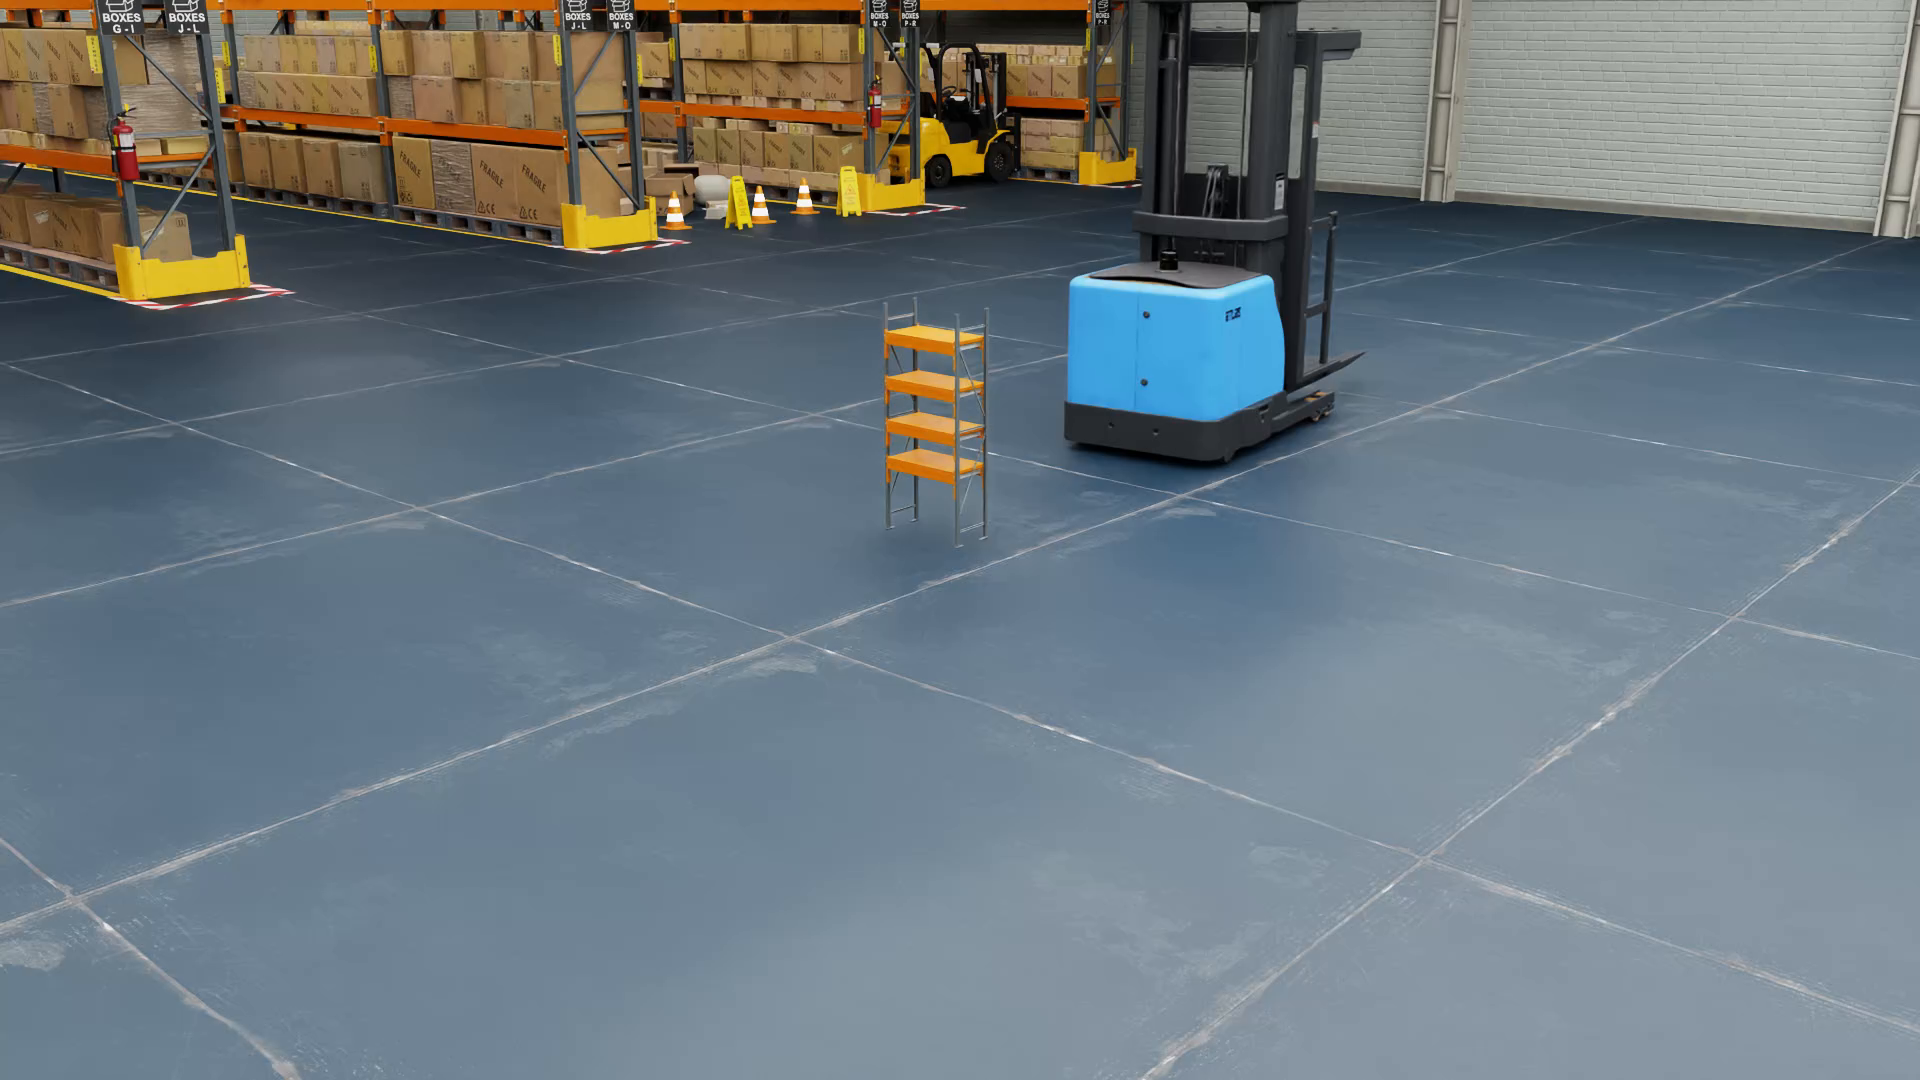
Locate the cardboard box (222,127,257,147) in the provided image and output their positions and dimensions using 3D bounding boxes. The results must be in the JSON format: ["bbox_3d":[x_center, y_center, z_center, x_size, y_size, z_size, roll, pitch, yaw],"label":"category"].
[{"bbox_3d":[-10.811,-5.998,24.752,0.500,0.250,0.500,14,23,38],"label":"cardboard box"}]

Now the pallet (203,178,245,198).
[{"bbox_3d":[-10.709,-5.382,25.222,1.213,0.211,1.003,15,23,39],"label":"pallet"}]

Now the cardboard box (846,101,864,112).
[{"bbox_3d":[-1.353,-5.995,22.959,0.250,0.149,0.380,16,24,41],"label":"cardboard box"}]

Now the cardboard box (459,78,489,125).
[{"bbox_3d":[-5.634,-5.427,20.506,0.500,0.550,0.875,15,23,39],"label":"cardboard box"}]

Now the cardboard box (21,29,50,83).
[{"bbox_3d":[-8.835,-4.767,16.363,0.500,0.500,0.500,15,23,39],"label":"cardboard box"}]

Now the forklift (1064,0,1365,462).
[{"bbox_3d":[1.879,-2.253,10.866,1.130,2.935,3.031,11,21,32],"label":"forklift"}]

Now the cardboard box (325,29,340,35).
[{"bbox_3d":[-11.574,-9.360,31.329,0.500,0.500,0.500,15,23,39],"label":"cardboard box"}]

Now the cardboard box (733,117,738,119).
[{"bbox_3d":[-4.082,-7.863,31.868,0.500,0.500,0.500,16,24,41],"label":"cardboard box"}]

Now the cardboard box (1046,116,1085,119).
[{"bbox_3d":[1.750,-6.817,27.331,0.500,0.250,0.500,15,23,39],"label":"cardboard box"}]

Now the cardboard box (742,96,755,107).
[{"bbox_3d":[-2.950,-6.377,24.161,0.250,0.149,0.380,15,23,40],"label":"cardboard box"}]

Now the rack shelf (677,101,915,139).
[{"bbox_3d":[-2.427,-6.147,24.211,4.000,0.370,1.077,15,23,39],"label":"rack shelf"}]

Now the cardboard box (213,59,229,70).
[{"bbox_3d":[-10.796,-6.913,24.173,0.250,0.149,0.380,14,22,37],"label":"cardboard box"}]

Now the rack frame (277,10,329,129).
[{"bbox_3d":[-12.899,-9.301,32.959,0.127,3.000,1.000,15,23,39],"label":"rack frame"}]

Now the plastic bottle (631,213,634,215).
[{"bbox_3d":[-4.278,-4.337,22.176,0.283,0.061,0.133,7,19,21],"label":"plastic bottle"}]

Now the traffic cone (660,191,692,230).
[{"bbox_3d":[-3.596,-4.167,20.976,0.334,0.463,0.336,15,23,39],"label":"traffic cone"}]

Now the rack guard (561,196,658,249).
[{"bbox_3d":[-4.124,-3.752,19.607,0.348,0.500,1.175,15,23,39],"label":"rack guard"}]

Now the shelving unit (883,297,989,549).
[{"bbox_3d":[-0.124,-0.605,8.535,0.503,1.200,0.258,15,23,39],"label":"shelving unit"}]

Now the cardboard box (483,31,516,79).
[{"bbox_3d":[-5.195,-5.850,20.054,0.550,0.550,0.875,15,23,39],"label":"cardboard box"}]

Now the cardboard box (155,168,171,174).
[{"bbox_3d":[-12.343,-6.052,26.160,0.500,0.500,0.500,16,24,42],"label":"cardboard box"}]

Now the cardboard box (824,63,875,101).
[{"bbox_3d":[-1.520,-6.324,22.923,0.500,0.500,0.500,15,23,38],"label":"cardboard box"}]

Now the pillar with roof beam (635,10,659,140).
[{"bbox_3d":[-9.395,-11.851,31.076,0.400,9.000,9.100,15,23,39],"label":"pillar with roof beam"}]

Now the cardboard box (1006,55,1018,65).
[{"bbox_3d":[0.939,-7.827,27.078,0.250,0.149,0.380,15,23,40],"label":"cardboard box"}]

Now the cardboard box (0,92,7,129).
[{"bbox_3d":[-9.855,-4.626,17.572,0.500,0.500,0.875,15,23,39],"label":"cardboard box"}]

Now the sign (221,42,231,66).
[{"bbox_3d":[-10.478,-6.944,23.749,0.005,0.325,0.100,15,23,39],"label":"sign"}]

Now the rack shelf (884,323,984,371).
[{"bbox_3d":[-0.124,-0.980,8.416,0.480,0.148,0.258,15,23,39],"label":"rack shelf"}]

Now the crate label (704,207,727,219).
[{"bbox_3d":[-3.221,-4.343,22.069,0.298,0.136,0.250,4,18,11],"label":"crate label"}]

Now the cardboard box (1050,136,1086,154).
[{"bbox_3d":[1.789,-6.367,26.739,0.500,0.250,0.500,15,23,39],"label":"cardboard box"}]

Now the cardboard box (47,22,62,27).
[{"bbox_3d":[-14.810,-8.365,27.702,0.500,0.500,0.500,14,22,38],"label":"cardboard box"}]

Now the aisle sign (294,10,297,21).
[{"bbox_3d":[-13.145,-10.489,32.405,0.004,0.787,0.394,15,23,39],"label":"aisle sign"}]

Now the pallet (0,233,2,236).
[{"bbox_3d":[-11.084,-3.476,19.216,1.213,0.211,1.003,15,23,39],"label":"pallet"}]

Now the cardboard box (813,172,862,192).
[{"bbox_3d":[-1.733,-5.084,23.524,0.500,0.250,0.500,15,23,39],"label":"cardboard box"}]

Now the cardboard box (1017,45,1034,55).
[{"bbox_3d":[1.129,-7.918,26.872,0.250,0.149,0.380,16,23,41],"label":"cardboard box"}]

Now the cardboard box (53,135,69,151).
[{"bbox_3d":[-8.805,-3.984,16.622,0.250,0.149,0.380,15,23,39],"label":"cardboard box"}]

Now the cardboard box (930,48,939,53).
[{"bbox_3d":[-0.322,-8.354,28.248,0.250,0.149,0.380,15,23,40],"label":"cardboard box"}]

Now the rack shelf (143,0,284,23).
[{"bbox_3d":[-11.621,-8.043,25.226,4.000,0.370,1.077,15,23,39],"label":"rack shelf"}]

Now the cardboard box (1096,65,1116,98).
[{"bbox_3d":[2.174,-7.422,26.874,0.500,0.500,0.500,16,24,41],"label":"cardboard box"}]

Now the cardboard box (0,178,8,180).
[{"bbox_3d":[-11.709,-4.008,19.687,0.500,0.500,0.700,13,22,35],"label":"cardboard box"}]

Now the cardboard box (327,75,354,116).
[{"bbox_3d":[-8.079,-5.945,22.219,0.500,0.500,0.500,15,23,39],"label":"cardboard box"}]

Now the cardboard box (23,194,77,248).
[{"bbox_3d":[-9.795,-3.455,17.979,0.500,0.500,0.500,-10,20,-28],"label":"cardboard box"}]

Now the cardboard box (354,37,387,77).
[{"bbox_3d":[-7.509,-6.374,21.918,0.500,0.500,0.700,15,23,38],"label":"cardboard box"}]

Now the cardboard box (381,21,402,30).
[{"bbox_3d":[-10.348,-9.321,30.132,0.250,0.149,0.380,14,23,38],"label":"cardboard box"}]

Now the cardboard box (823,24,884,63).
[{"bbox_3d":[-1.458,-6.807,22.793,0.500,0.500,0.700,14,23,38],"label":"cardboard box"}]

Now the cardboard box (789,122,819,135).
[{"bbox_3d":[-2.209,-5.856,23.644,0.250,0.149,0.380,16,23,40],"label":"cardboard box"}]

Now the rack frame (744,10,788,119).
[{"bbox_3d":[-3.623,-8.818,31.439,0.127,3.000,1.000,15,23,39],"label":"rack frame"}]

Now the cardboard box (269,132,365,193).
[{"bbox_3d":[-9.073,-5.365,23.582,0.750,0.750,1.050,15,23,40],"label":"cardboard box"}]

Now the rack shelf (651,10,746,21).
[{"bbox_3d":[-5.119,-10.307,32.359,4.000,0.370,1.077,15,23,39],"label":"rack shelf"}]

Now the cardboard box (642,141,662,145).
[{"bbox_3d":[-5.378,-6.227,26.922,0.625,0.372,0.950,16,24,41],"label":"cardboard box"}]

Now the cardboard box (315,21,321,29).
[{"bbox_3d":[-12.015,-9.796,31.629,0.250,0.149,0.380,15,23,40],"label":"cardboard box"}]

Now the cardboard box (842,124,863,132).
[{"bbox_3d":[-1.604,-7.343,30.023,0.625,0.625,0.875,15,23,39],"label":"cardboard box"}]

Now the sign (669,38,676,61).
[{"bbox_3d":[-4.289,-7.317,24.794,0.005,0.325,0.100,15,23,39],"label":"sign"}]

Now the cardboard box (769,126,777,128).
[{"bbox_3d":[-2.921,-5.979,25.103,0.500,0.500,0.500,16,23,40],"label":"cardboard box"}]

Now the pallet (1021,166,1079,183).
[{"bbox_3d":[1.761,-6.027,27.253,1.213,0.211,1.003,15,23,39],"label":"pallet"}]
